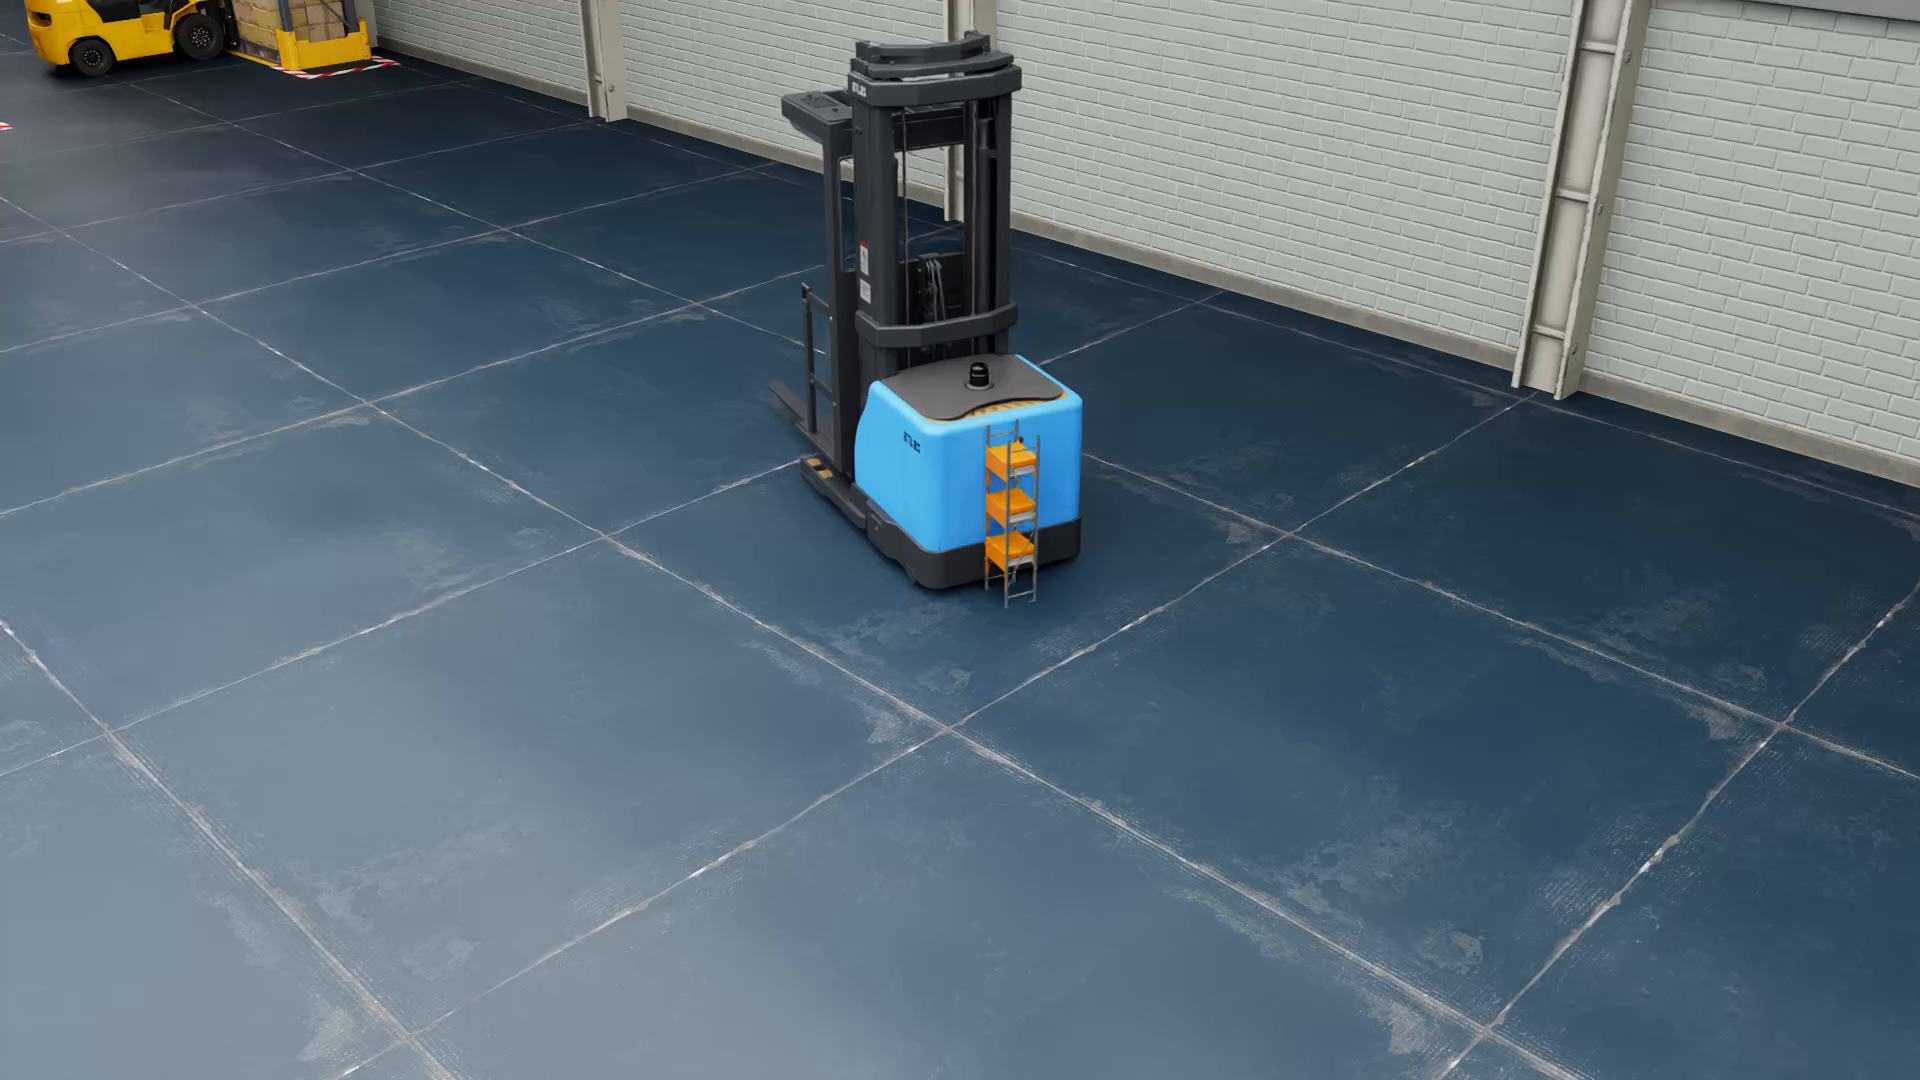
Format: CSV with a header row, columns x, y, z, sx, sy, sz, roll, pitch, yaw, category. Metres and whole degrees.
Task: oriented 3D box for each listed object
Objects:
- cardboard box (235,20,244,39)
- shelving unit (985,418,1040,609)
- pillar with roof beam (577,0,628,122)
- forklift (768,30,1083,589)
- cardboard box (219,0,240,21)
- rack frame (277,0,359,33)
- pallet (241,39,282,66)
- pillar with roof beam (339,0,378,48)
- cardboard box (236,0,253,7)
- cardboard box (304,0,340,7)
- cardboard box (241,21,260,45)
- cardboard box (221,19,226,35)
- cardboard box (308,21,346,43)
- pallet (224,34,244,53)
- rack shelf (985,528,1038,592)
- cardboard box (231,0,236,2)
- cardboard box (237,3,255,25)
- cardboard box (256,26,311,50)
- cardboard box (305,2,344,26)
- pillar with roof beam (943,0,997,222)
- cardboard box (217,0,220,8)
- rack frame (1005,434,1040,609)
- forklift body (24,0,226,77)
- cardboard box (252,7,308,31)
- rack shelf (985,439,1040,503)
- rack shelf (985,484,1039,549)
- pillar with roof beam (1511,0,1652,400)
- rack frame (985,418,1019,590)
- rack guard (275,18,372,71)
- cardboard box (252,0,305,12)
x,y,z,sx,sy,sz,roll,pitch,yaw,category
-9.856,-7.163,23.153,0.500,0.250,0.500,-25,37,-39,cardboard box
0.292,-0.142,9.392,0.215,1.050,0.252,-13,31,-24,shelving unit
-7.205,-7.609,15.052,0.400,9.000,9.100,25,36,38,pillar with roof beam
-0.395,-1.672,10.281,1.130,2.935,3.031,-13,31,-24,forklift
-9.900,-7.388,23.043,0.500,0.250,0.500,24,36,37,cardboard box
-8.601,-7.814,21.888,0.127,3.000,1.000,25,36,38,rack frame
-9.175,-6.815,22.985,1.213,0.211,1.003,25,36,38,pallet
-11.483,-9.567,18.775,0.400,9.000,9.100,25,36,38,pillar with roof beam
-9.516,-7.437,22.599,0.500,0.250,0.500,-25,36,-38,cardboard box
-8.811,-7.445,22.615,0.500,0.250,0.500,24,36,38,cardboard box
-9.505,-6.997,22.836,0.500,0.250,0.500,25,36,38,cardboard box
-10.242,-7.325,23.461,0.500,0.250,0.500,-24,36,-38,cardboard box
-8.814,-7.008,22.858,0.500,0.250,0.500,25,37,39,cardboard box
-10.041,-7.213,23.742,1.213,0.211,1.003,25,36,38,pallet
0.292,0.114,9.526,0.215,0.259,0.240,-13,31,-24,rack shelf
-9.883,-7.598,22.906,0.500,0.250,0.500,-25,37,-39,cardboard box
-9.517,-7.226,22.736,0.500,0.250,0.500,24,36,38,cardboard box
-9.157,-6.831,22.522,0.500,0.250,0.500,25,37,39,cardboard box
-8.790,-7.226,22.736,0.500,0.250,0.500,-25,36,-38,cardboard box
-2.927,-5.651,11.329,0.400,9.000,9.100,25,36,38,pillar with roof beam
-10.254,-7.552,23.356,0.500,0.250,0.500,24,36,38,cardboard box
0.347,-0.091,9.295,0.200,1.050,0.008,-13,31,-24,rack frame
-11.232,-7.452,22.110,1.214,2.155,2.313,25,36,38,forklift body
-9.167,-7.059,22.418,0.500,0.250,0.500,24,36,38,cardboard box
0.292,-0.384,9.265,0.215,0.259,0.240,-13,31,-24,rack shelf
0.292,-0.132,9.397,0.215,0.259,0.240,-13,31,-24,rack shelf
1.352,-3.694,7.606,0.400,9.000,9.100,25,36,38,pillar with roof beam
0.237,-0.192,9.488,0.200,1.050,0.008,-13,31,-24,rack frame
-8.583,-6.700,22.454,0.348,0.500,1.175,25,36,38,rack guard
-9.148,-7.272,22.286,0.500,0.250,0.500,-24,36,-38,cardboard box
